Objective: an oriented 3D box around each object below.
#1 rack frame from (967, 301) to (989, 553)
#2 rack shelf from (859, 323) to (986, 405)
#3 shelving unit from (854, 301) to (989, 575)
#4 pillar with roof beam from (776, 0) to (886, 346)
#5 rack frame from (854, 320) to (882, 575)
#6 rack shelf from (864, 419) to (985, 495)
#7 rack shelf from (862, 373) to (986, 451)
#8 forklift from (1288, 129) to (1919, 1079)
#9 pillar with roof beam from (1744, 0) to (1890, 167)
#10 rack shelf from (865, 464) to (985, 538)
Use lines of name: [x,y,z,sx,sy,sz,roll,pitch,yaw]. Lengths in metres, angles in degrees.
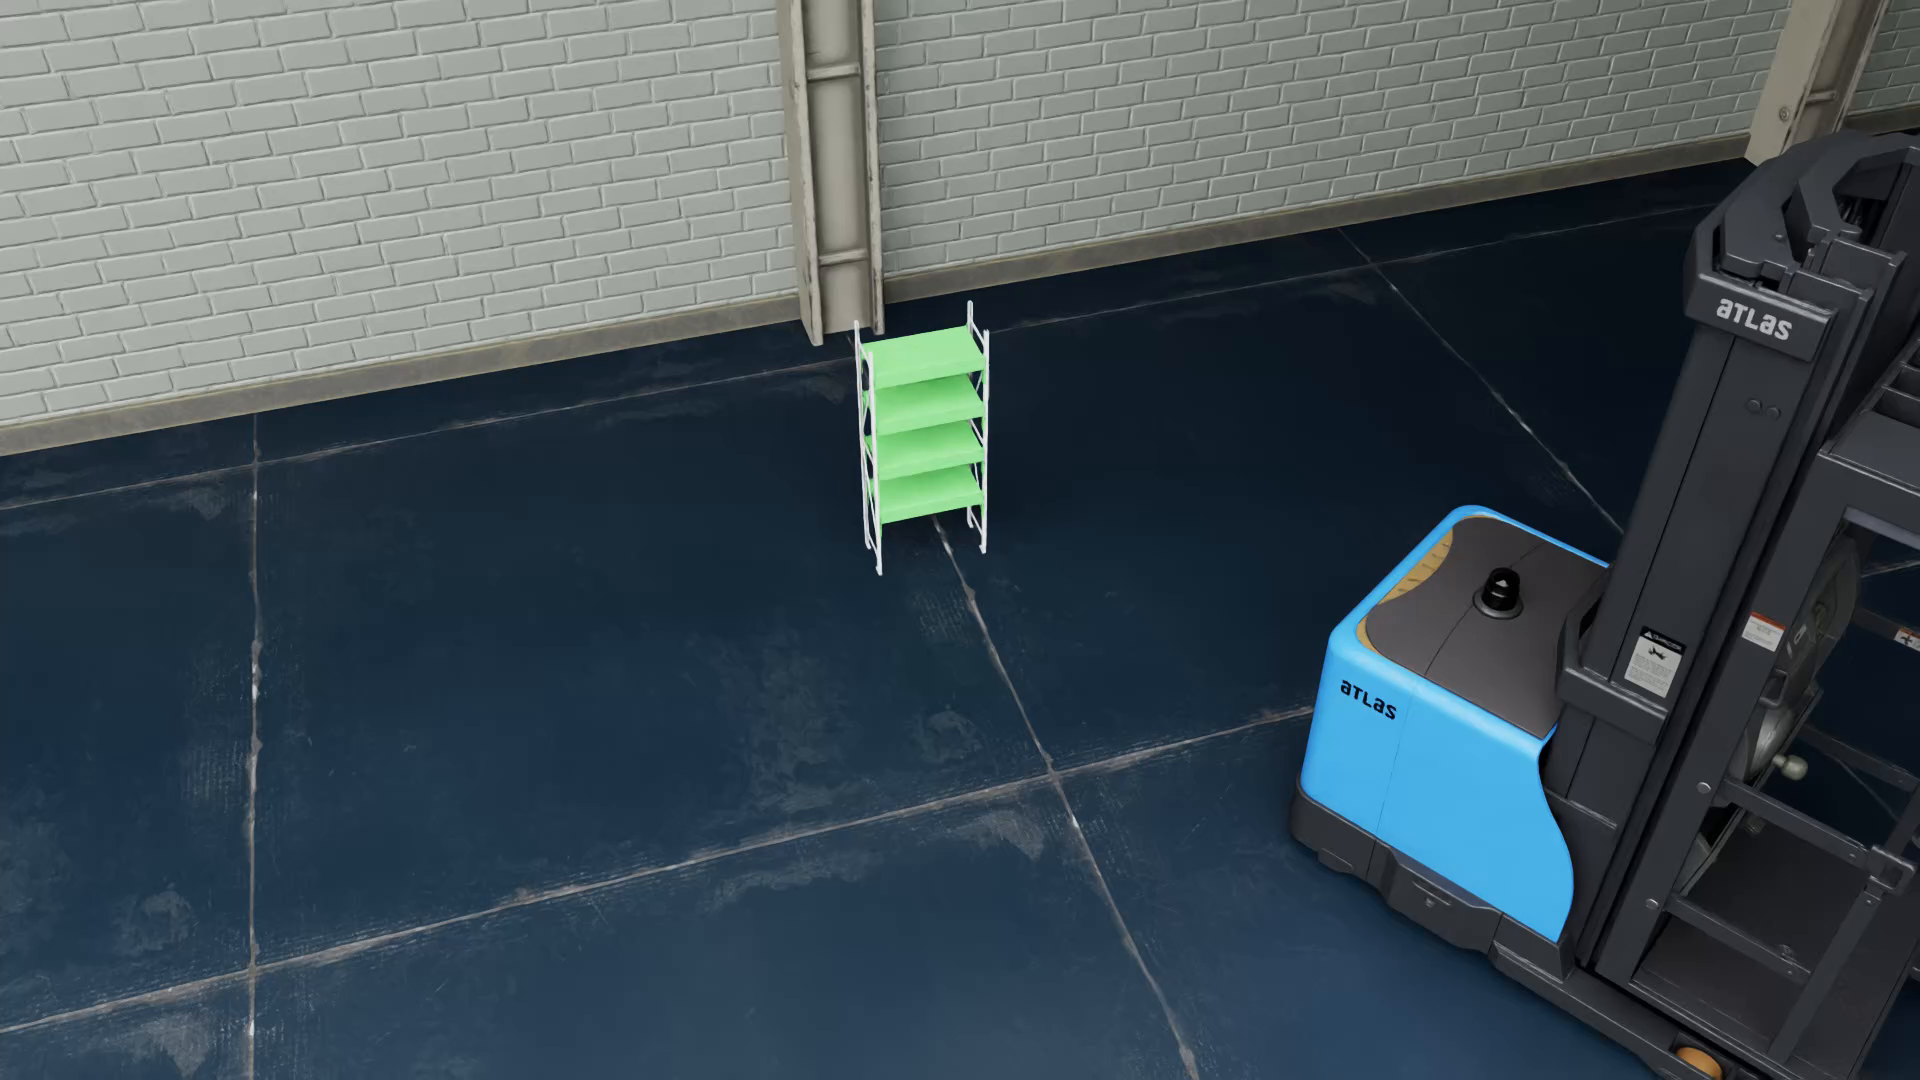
rack frame: [0.075,-0.467,7.223,0.015,1.200,0.240,-12,42,-13]
rack shelf: [-0.158,-0.732,6.894,0.480,0.148,0.258,-12,42,-13]
shelving unit: [-0.158,-0.419,7.167,0.503,1.200,0.258,-12,42,-13]
pillar with roof beam: [0.662,-1.845,2.872,0.400,9.000,9.100,-12,42,-13]
rack frame: [-0.391,-0.371,7.112,0.015,1.200,0.240,-12,42,-13]
rack shelf: [-0.158,-0.371,7.209,0.480,0.148,0.258,-12,42,-13]
rack shelf: [-0.158,-0.552,7.051,0.480,0.148,0.258,-12,42,-13]
forklift: [2.678,0.424,4.886,3.031,2.935,1.130,30,49,30]
pillar with roof beam: [6.385,-3.031,4.229,0.400,9.000,9.100,-12,42,-13]
rack shelf: [-0.158,-0.190,7.367,0.480,0.148,0.258,-12,42,-13]
